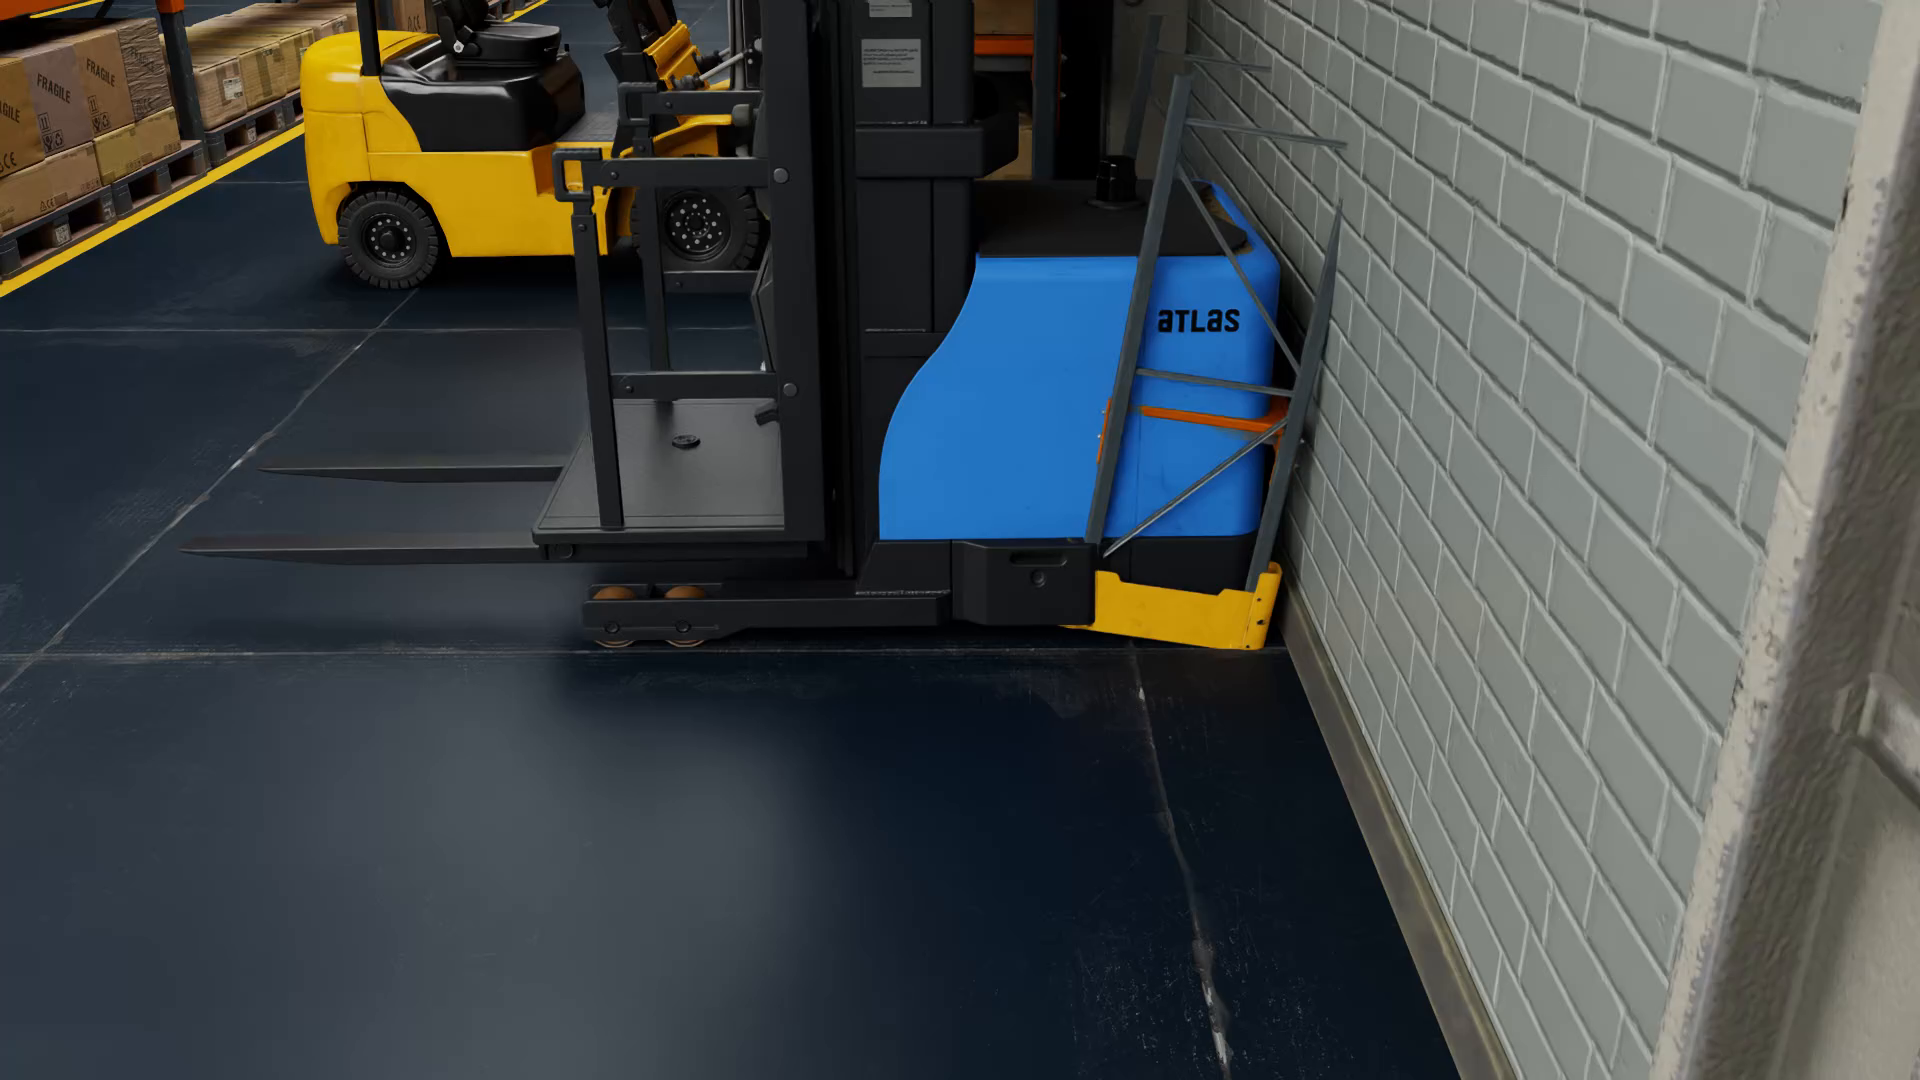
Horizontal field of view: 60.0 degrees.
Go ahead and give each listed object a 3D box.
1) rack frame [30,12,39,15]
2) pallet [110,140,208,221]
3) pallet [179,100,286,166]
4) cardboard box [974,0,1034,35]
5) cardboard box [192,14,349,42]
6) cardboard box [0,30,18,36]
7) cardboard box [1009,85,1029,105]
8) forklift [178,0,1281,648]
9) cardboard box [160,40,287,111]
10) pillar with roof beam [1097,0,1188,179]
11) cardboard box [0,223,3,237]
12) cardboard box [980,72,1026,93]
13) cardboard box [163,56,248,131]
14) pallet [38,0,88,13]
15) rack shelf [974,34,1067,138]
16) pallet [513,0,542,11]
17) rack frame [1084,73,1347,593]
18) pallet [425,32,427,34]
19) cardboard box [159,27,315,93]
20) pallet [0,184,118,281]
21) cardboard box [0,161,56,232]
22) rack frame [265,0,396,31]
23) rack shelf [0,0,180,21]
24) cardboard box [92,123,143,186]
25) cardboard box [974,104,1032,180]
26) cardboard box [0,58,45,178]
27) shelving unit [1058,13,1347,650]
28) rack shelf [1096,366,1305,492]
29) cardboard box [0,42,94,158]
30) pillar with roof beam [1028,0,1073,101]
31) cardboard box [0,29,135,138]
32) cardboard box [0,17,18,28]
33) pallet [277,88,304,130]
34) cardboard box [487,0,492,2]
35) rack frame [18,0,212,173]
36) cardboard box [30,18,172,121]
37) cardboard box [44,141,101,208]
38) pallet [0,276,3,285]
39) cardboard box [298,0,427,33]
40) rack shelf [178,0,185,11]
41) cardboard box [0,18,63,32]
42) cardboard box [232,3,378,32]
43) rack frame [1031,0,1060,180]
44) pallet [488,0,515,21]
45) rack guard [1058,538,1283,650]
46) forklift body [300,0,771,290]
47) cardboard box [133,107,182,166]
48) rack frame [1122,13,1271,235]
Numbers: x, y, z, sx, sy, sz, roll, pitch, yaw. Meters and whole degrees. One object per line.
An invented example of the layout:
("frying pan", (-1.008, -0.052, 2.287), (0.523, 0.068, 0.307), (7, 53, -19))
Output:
("rack frame", (-10.182, -6.869, 16.799), (1.000, 3.000, 0.127), (0, 24, -1))
("pallet", (-5.104, -2.090, 9.614), (1.003, 0.211, 1.213), (0, 24, -1))
("pallet", (-5.156, -2.687, 10.935), (1.003, 0.211, 1.213), (0, 24, -1))
("cardboard box", (0.133, -2.263, 6.493), (0.500, 0.500, 0.500), (1, 24, 1))
("cardboard box", (-5.178, -3.742, 12.563), (0.950, 0.372, 0.625), (-1, 24, -2))
("cardboard box", (-5.392, -2.452, 8.949), (0.500, 0.500, 0.500), (1, 24, 2))
("cardboard box", (0.036, -1.811, 7.229), (0.500, 0.250, 0.500), (0, 24, 0))
("forklift", (-0.683, -1.258, 4.474), (3.031, 2.935, 1.130), (-1, 24, -1))
("cardboard box", (-5.166, -3.143, 11.239), (0.950, 0.372, 0.625), (1, 24, 3))
("pillar with roof beam", (-3.550, -5.017, 5.424), (9.100, 9.000, 0.400), (0, 24, -1))
("cardboard box", (-4.833, -1.471, 7.690), (0.500, 0.250, 0.500), (1, 24, 1))
("cardboard box", (0.041, -2.017, 7.684), (0.500, 0.250, 0.500), (0, 24, -1))
("cardboard box", (-5.155, -2.847, 10.584), (0.950, 0.372, 0.625), (0, 24, 0))
("pallet", (-10.225, -5.876, 17.985), (1.003, 0.211, 1.213), (0, 24, -1))
("rack shelf", (-0.161, -2.509, 8.030), (1.077, 0.370, 4.000), (0, 24, -1))
("pallet", (-5.164, -5.977, 18.208), (1.003, 0.211, 1.213), (0, 24, -1))
("rack frame", (0.653, -0.403, 4.280), (0.500, 1.500, 0.032), (8, 25, -1))
("pallet", (-5.123, -4.340, 14.589), (1.003, 0.211, 1.213), (0, 24, -1))
("cardboard box", (-5.175, -3.430, 11.873), (0.950, 0.372, 0.625), (1, 24, 1))
("pallet", (-5.087, -1.586, 8.500), (1.003, 0.211, 1.213), (0, 24, -1))
("cardboard box", (-4.852, -1.696, 8.187), (0.500, 0.250, 0.500), (1, 24, 3))
("rack frame", (-5.190, -5.285, 13.296), (1.000, 3.000, 0.127), (0, 24, -1))
("rack shelf", (-5.125, -2.485, 7.977), (1.077, 0.370, 4.000), (0, 24, -1))
("cardboard box", (-4.855, -2.114, 9.110), (0.500, 0.250, 0.500), (-1, 24, -2))
("cardboard box", (0.045, -1.605, 6.773), (0.500, 0.250, 0.500), (-1, 24, -1))
("cardboard box", (-4.843, -2.034, 8.025), (0.500, 0.500, 0.500), (0, 24, 0))
("shelving unit", (0.673, -0.623, 4.748), (0.587, 1.500, 1.083), (8, 25, -1))
("rack shelf", (0.647, -0.458, 4.816), (0.538, 0.185, 1.000), (8, 25, -1))
("cardboard box", (-4.858, -2.255, 8.512), (0.500, 0.500, 0.500), (1, 24, 2))
("pillar with roof beam", (-3.616, -7.490, 10.890), (9.100, 9.000, 0.400), (0, 24, -1))
("cardboard box", (-4.864, -2.465, 8.977), (0.500, 0.500, 0.500), (0, 24, 0))
("cardboard box", (-5.469, -2.916, 9.188), (0.380, 0.149, 0.250), (0, 24, 0))
("pallet", (-5.173, -3.191, 12.050), (1.003, 0.211, 1.213), (0, 24, -1))
("cardboard box", (-5.147, -5.901, 16.727), (0.875, 0.875, 0.875), (0, 24, 1))
("rack frame", (-5.146, -3.637, 9.651), (1.000, 3.000, 0.127), (0, 24, -1))
("cardboard box", (-4.872, -2.674, 9.440), (0.500, 0.500, 0.500), (-1, 24, -1))
("cardboard box", (-4.854, -1.904, 8.647), (0.500, 0.250, 0.500), (0, 24, 0))
("pallet", (-5.077, -1.084, 7.391), (1.003, 0.211, 1.213), (0, 24, -1))
("cardboard box", (-5.114, -4.793, 14.277), (0.875, 0.875, 0.875), (0, 24, -1))
("rack shelf", (-5.168, -4.133, 11.622), (1.077, 0.370, 4.000), (0, 24, -1))
("cardboard box", (-5.410, -2.673, 9.437), (0.500, 0.500, 0.500), (1, 24, 2))
("cardboard box", (-5.194, -4.046, 13.236), (0.950, 0.372, 0.625), (-2, 24, -4))
("rack frame", (-0.139, -2.012, 6.060), (1.000, 3.000, 0.127), (0, 24, -1))
("pallet", (-5.150, -5.345, 16.812), (1.003, 0.211, 1.213), (0, 24, -1))
("rack guard", (0.566, 0.147, 4.564), (0.587, 0.250, 0.087), (8, 25, -1))
("forklift body", (-1.984, -2.399, 7.944), (2.313, 2.155, 1.214), (0, 24, -1))
("cardboard box", (-4.871, -2.333, 9.595), (0.500, 0.250, 0.500), (1, 24, 2))
("rack frame", (0.693, -0.835, 5.199), (0.500, 1.500, 0.032), (8, 25, -1))
